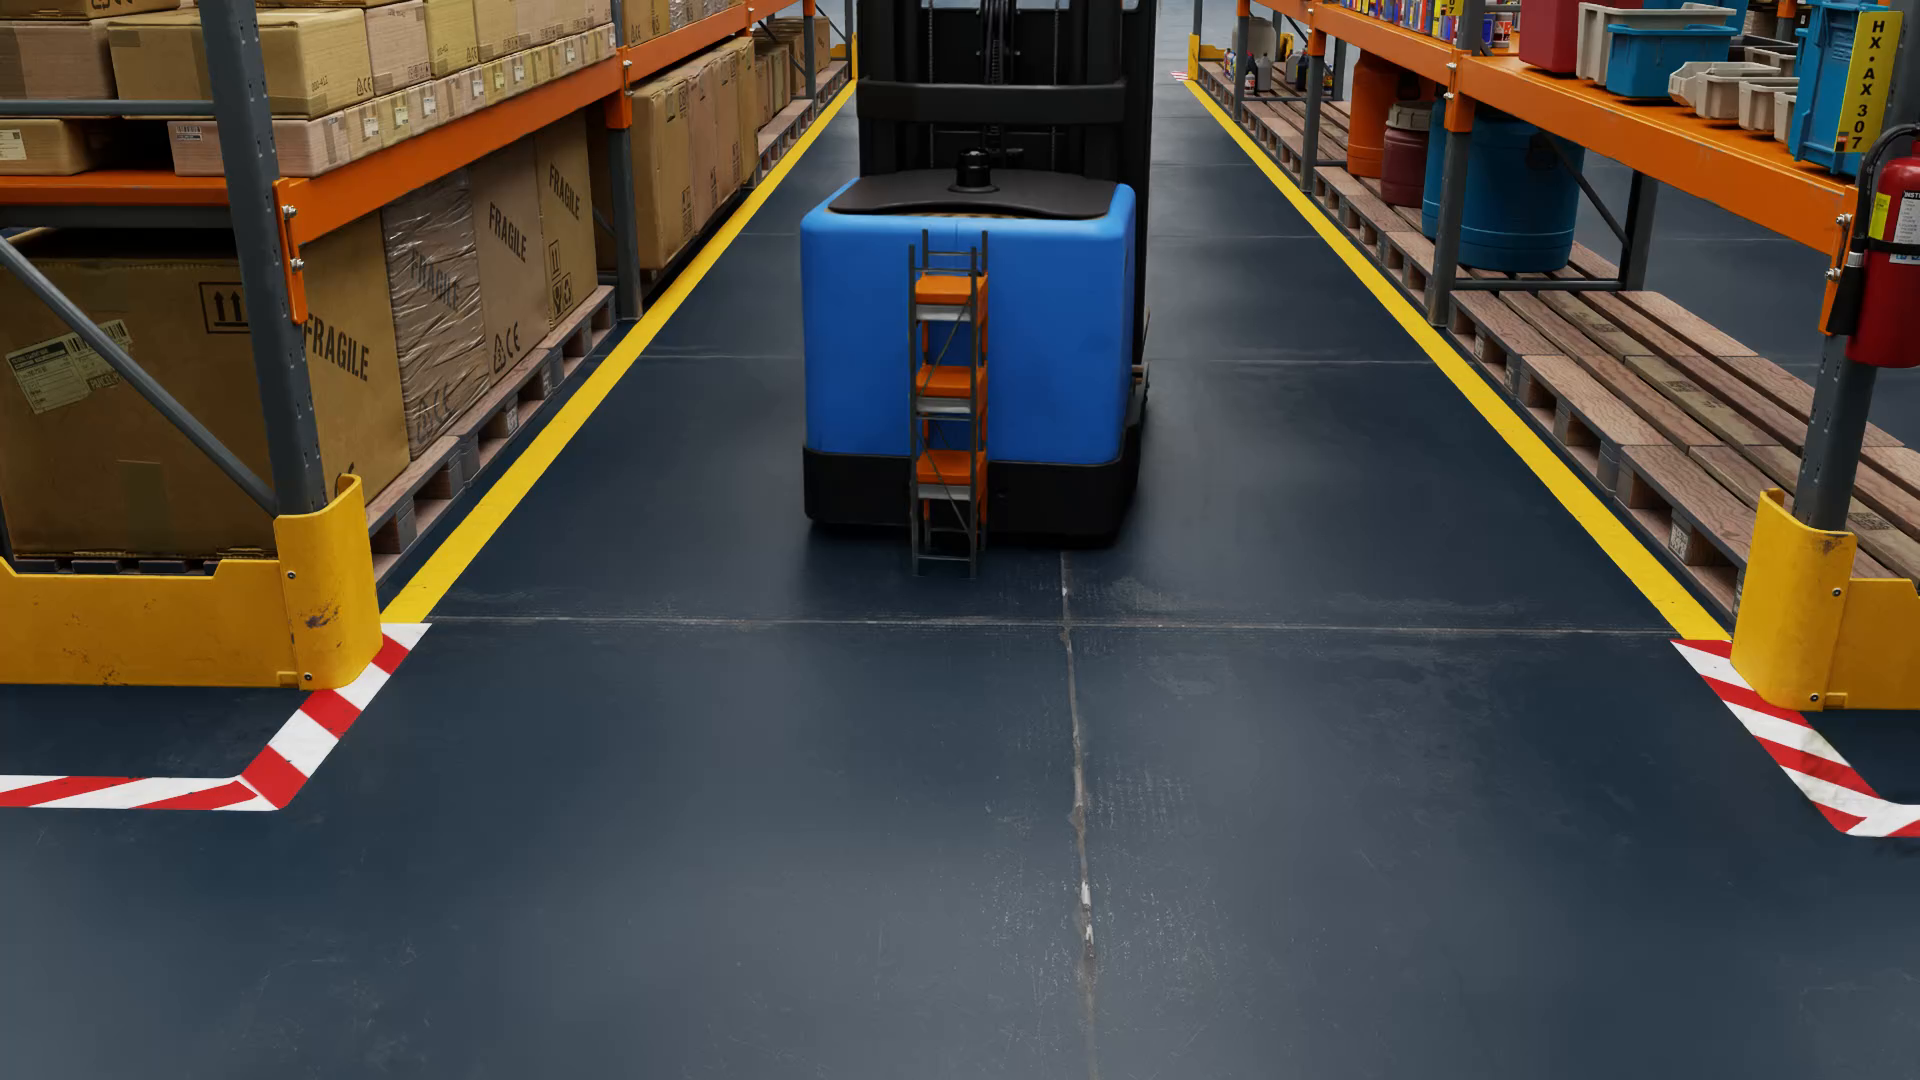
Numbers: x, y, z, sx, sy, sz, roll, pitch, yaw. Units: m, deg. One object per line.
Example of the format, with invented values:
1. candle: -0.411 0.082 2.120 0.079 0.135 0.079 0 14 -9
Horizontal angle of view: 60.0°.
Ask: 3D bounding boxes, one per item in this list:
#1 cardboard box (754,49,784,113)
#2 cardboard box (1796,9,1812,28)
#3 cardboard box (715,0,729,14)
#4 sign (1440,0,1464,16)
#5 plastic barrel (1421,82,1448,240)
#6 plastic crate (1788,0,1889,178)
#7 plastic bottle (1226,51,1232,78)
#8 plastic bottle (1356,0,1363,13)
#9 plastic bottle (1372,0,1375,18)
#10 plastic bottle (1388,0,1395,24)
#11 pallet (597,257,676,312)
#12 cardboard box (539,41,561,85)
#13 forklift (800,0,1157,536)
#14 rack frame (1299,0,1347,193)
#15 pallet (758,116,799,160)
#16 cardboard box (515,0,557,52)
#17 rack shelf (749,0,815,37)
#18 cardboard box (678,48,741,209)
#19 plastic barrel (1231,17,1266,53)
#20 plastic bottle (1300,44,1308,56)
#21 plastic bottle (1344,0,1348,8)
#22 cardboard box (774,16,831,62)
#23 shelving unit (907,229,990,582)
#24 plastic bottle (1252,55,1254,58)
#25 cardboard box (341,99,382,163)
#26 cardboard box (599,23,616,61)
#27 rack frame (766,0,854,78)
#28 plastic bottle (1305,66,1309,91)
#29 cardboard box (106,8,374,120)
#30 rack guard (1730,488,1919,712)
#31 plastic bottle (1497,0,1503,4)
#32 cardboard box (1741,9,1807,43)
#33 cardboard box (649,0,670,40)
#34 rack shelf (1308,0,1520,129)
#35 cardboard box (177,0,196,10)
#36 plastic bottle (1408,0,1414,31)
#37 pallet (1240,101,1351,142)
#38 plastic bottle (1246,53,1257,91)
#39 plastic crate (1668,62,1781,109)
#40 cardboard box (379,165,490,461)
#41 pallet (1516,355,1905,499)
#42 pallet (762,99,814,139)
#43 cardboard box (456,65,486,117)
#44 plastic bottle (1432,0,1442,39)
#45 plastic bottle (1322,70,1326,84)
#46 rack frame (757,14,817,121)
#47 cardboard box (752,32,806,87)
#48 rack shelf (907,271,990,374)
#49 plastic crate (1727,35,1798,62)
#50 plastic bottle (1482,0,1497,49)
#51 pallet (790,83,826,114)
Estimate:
1. cardboard box: -1.942 -4.053 14.676 0.700 0.500 0.500 1 21 1
2. cardboard box: 8.367 -4.906 16.210 0.500 0.500 0.500 1 21 2
3. cardboard box: -1.779 -3.646 10.642 0.500 0.500 0.500 0 21 1
4. sign: 2.289 -2.596 7.691 0.100 0.325 0.005 1 21 2
5. plastic barrel: 2.894 -2.131 9.193 0.600 0.901 0.708 1 21 2
6. plastic crate: 2.541 -1.182 4.296 0.616 0.435 0.499 1 21 2
7. plastic bottle: 2.827 -4.956 17.320 0.097 0.271 0.097 0 21 0
8. plastic bottle: 2.560 -3.484 10.523 0.061 0.283 0.133 1 21 2
9. plastic bottle: 2.565 -3.318 10.112 0.097 0.271 0.097 0 21 0
10. plastic bottle: 2.573 -3.172 9.625 0.144 0.351 0.185 1 21 2
11. pallet: -2.164 -1.495 9.090 1.003 0.211 1.213 1 21 2
12. cardboard box: -1.825 -1.912 6.657 0.380 0.149 0.250 1 21 3
13. forklift: 0.201 -1.876 6.311 1.130 2.935 3.031 3 21 8
14. rack frame: 2.960 -3.907 11.451 1.000 3.000 0.127 1 21 2
15. pallet: -1.925 -3.384 13.958 1.003 0.211 1.213 1 21 2
16. cardboard box: -1.892 -2.049 6.460 0.500 0.250 0.500 1 21 3
17. rack shelf: -1.929 -4.349 13.585 1.077 0.370 4.000 1 21 2
18. cardboard box: -2.067 -2.595 10.427 1.225 0.875 0.875 1 21 2
19. plastic barrel: 3.260 -5.596 18.664 0.421 0.512 0.421 0 21 0
20. plastic bottle: 3.546 -4.900 17.064 0.144 0.351 0.185 2 21 4
21. plastic bottle: 2.593 -3.652 10.973 0.097 0.271 0.097 0 21 0
22. cardboard box: -1.783 -5.659 18.841 0.500 0.500 0.500 5 22 12
23. shelving unit: -0.033 -0.410 5.134 0.215 1.050 0.252 3 21 8
24. plastic bottle: 2.933 -4.722 16.699 0.061 0.283 0.133 1 21 2
25. cardboard box: -1.887 -1.169 4.743 0.380 0.149 0.250 0 21 1
26. cardboard box: -1.794 -2.284 7.616 0.380 0.149 0.250 1 21 2
27. rack frame: -1.747 -6.854 19.046 1.000 3.000 0.127 1 21 2
28. plastic bottle: 3.406 -4.520 16.179 0.061 0.283 0.133 1 21 2
29. cardboard box: -1.949 -1.308 4.549 0.500 0.250 0.500 0 21 0
30. rack guard: 2.729 0.160 4.425 1.175 0.500 0.348 1 21 2
31. plastic bottle: 3.190 -3.223 9.850 0.061 0.283 0.133 1 21 2
32. cardboard box: 7.856 -4.911 16.224 0.500 0.500 0.500 1 21 2
33. cardboard box: -1.834 -2.907 8.736 0.500 0.500 0.500 1 21 2
34. rack shelf: 2.900 -2.848 9.717 1.077 0.370 4.000 1 21 2
35. cardboard box: -2.468 -1.499 5.042 0.500 0.250 0.500 0 21 1
36. plastic bottle: 2.534 -2.919 9.180 0.097 0.201 0.097 0 21 0
37. pallet: 3.097 -3.769 14.950 1.003 0.211 1.213 1 21 2
38. plastic bottle: 2.814 -4.559 16.186 0.144 0.351 0.185 0 21 0
39. plastic crate: 2.559 -1.529 5.604 0.298 0.136 0.250 1 21 2
40. cardboard box: -2.266 -0.835 5.892 0.875 0.875 0.875 1 21 2
41. pallet: 2.821 -0.452 6.402 1.003 0.211 1.213 1 21 2
42. pallet: -1.891 -3.826 15.098 1.003 0.211 1.213 1 21 2
43. cardboard box: -1.856 -1.541 5.702 0.380 0.149 0.250 0 21 1
44. plastic bottle: 2.540 -2.773 8.598 0.144 0.351 0.185 1 21 2
45. plastic bottle: 3.536 -4.437 16.079 0.097 0.201 0.097 0 21 0
46. rack frame: -1.869 -5.407 15.319 1.000 3.000 0.127 1 21 2
47. cardboard box: -1.807 -4.789 16.600 0.500 0.500 0.500 8 22 19
48. rack shelf: -0.033 -0.665 5.035 0.215 0.259 0.240 3 21 8
49. plastic crate: 3.073 -1.953 6.712 0.437 0.125 0.590 1 21 2
50. plastic bottle: 2.528 -2.549 8.122 0.152 0.276 0.135 1 21 2
51. pallet: -1.883 -4.351 16.450 1.003 0.211 1.213 1 21 2
